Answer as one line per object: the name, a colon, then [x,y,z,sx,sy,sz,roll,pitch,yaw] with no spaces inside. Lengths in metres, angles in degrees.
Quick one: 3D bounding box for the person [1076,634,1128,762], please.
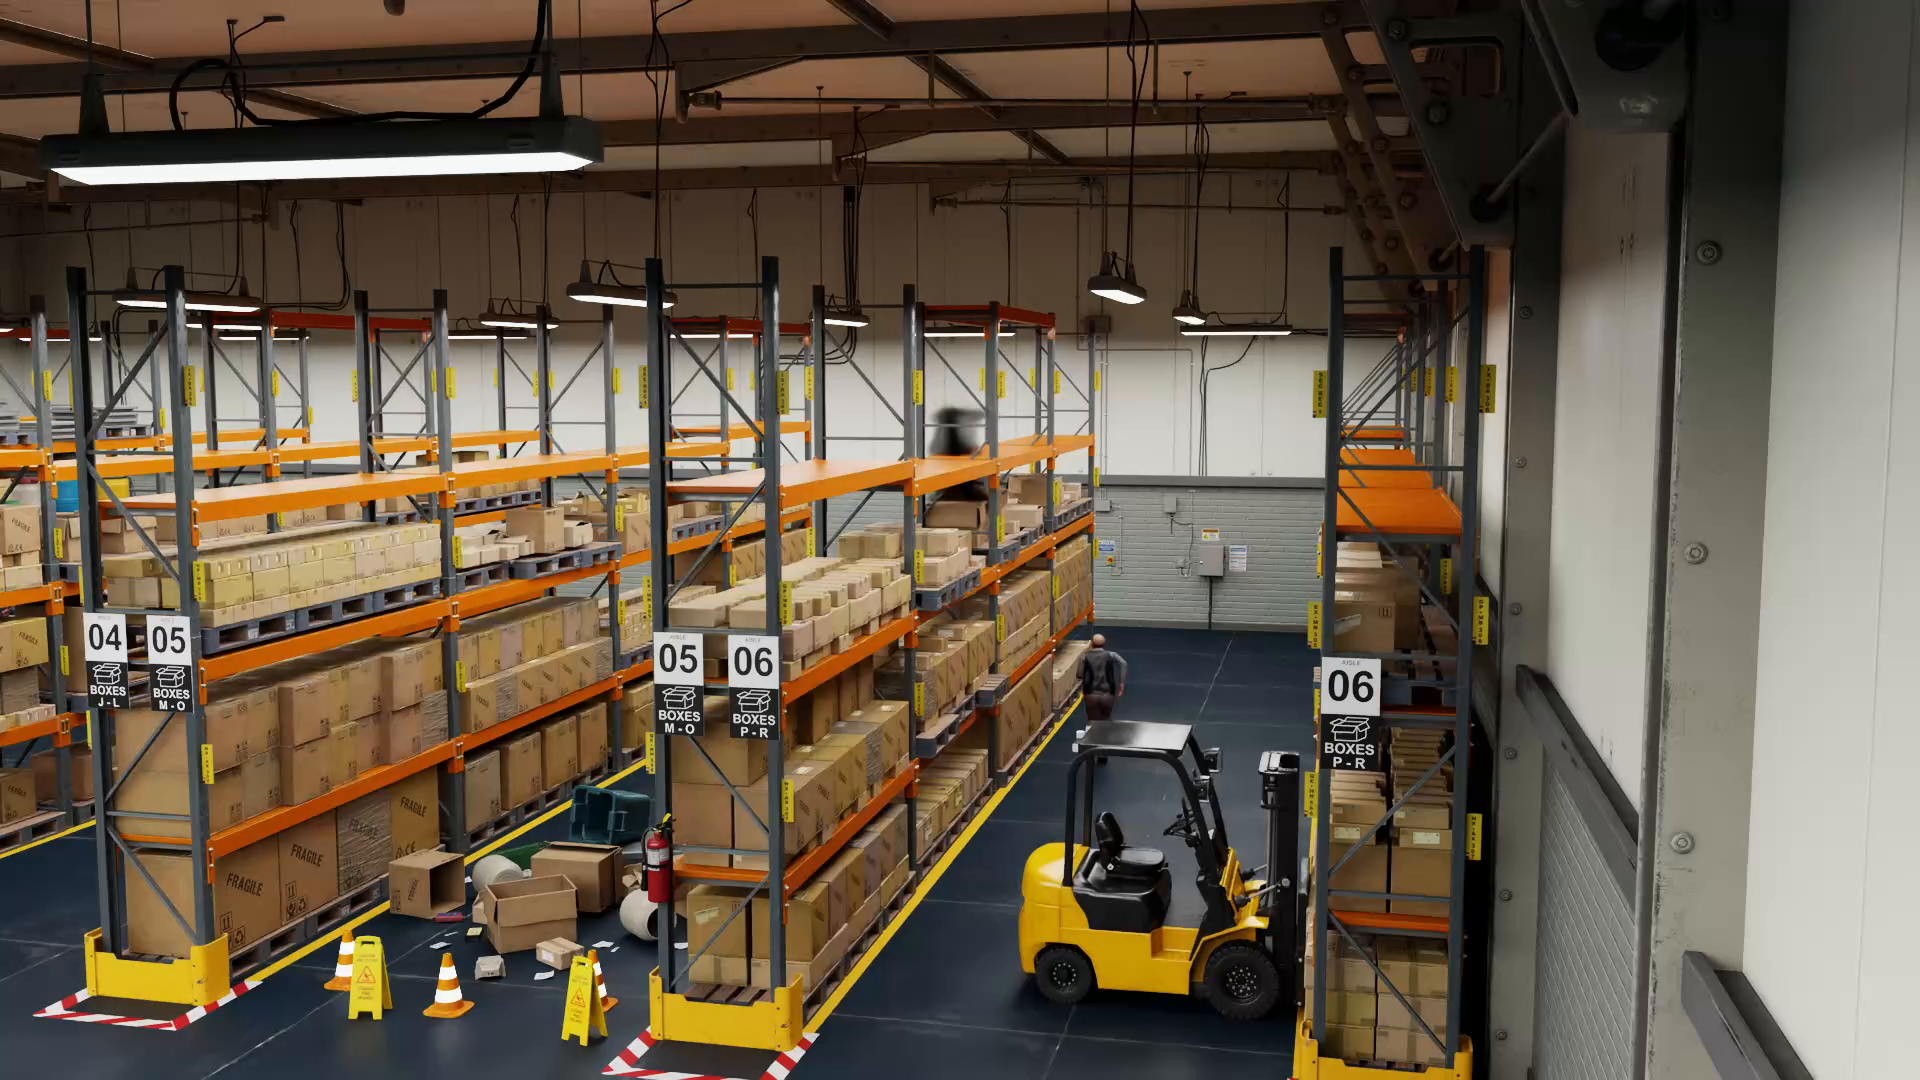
person: [1.883,2.092,22.248,0.663,1.649,0.791,0,6,-4]
